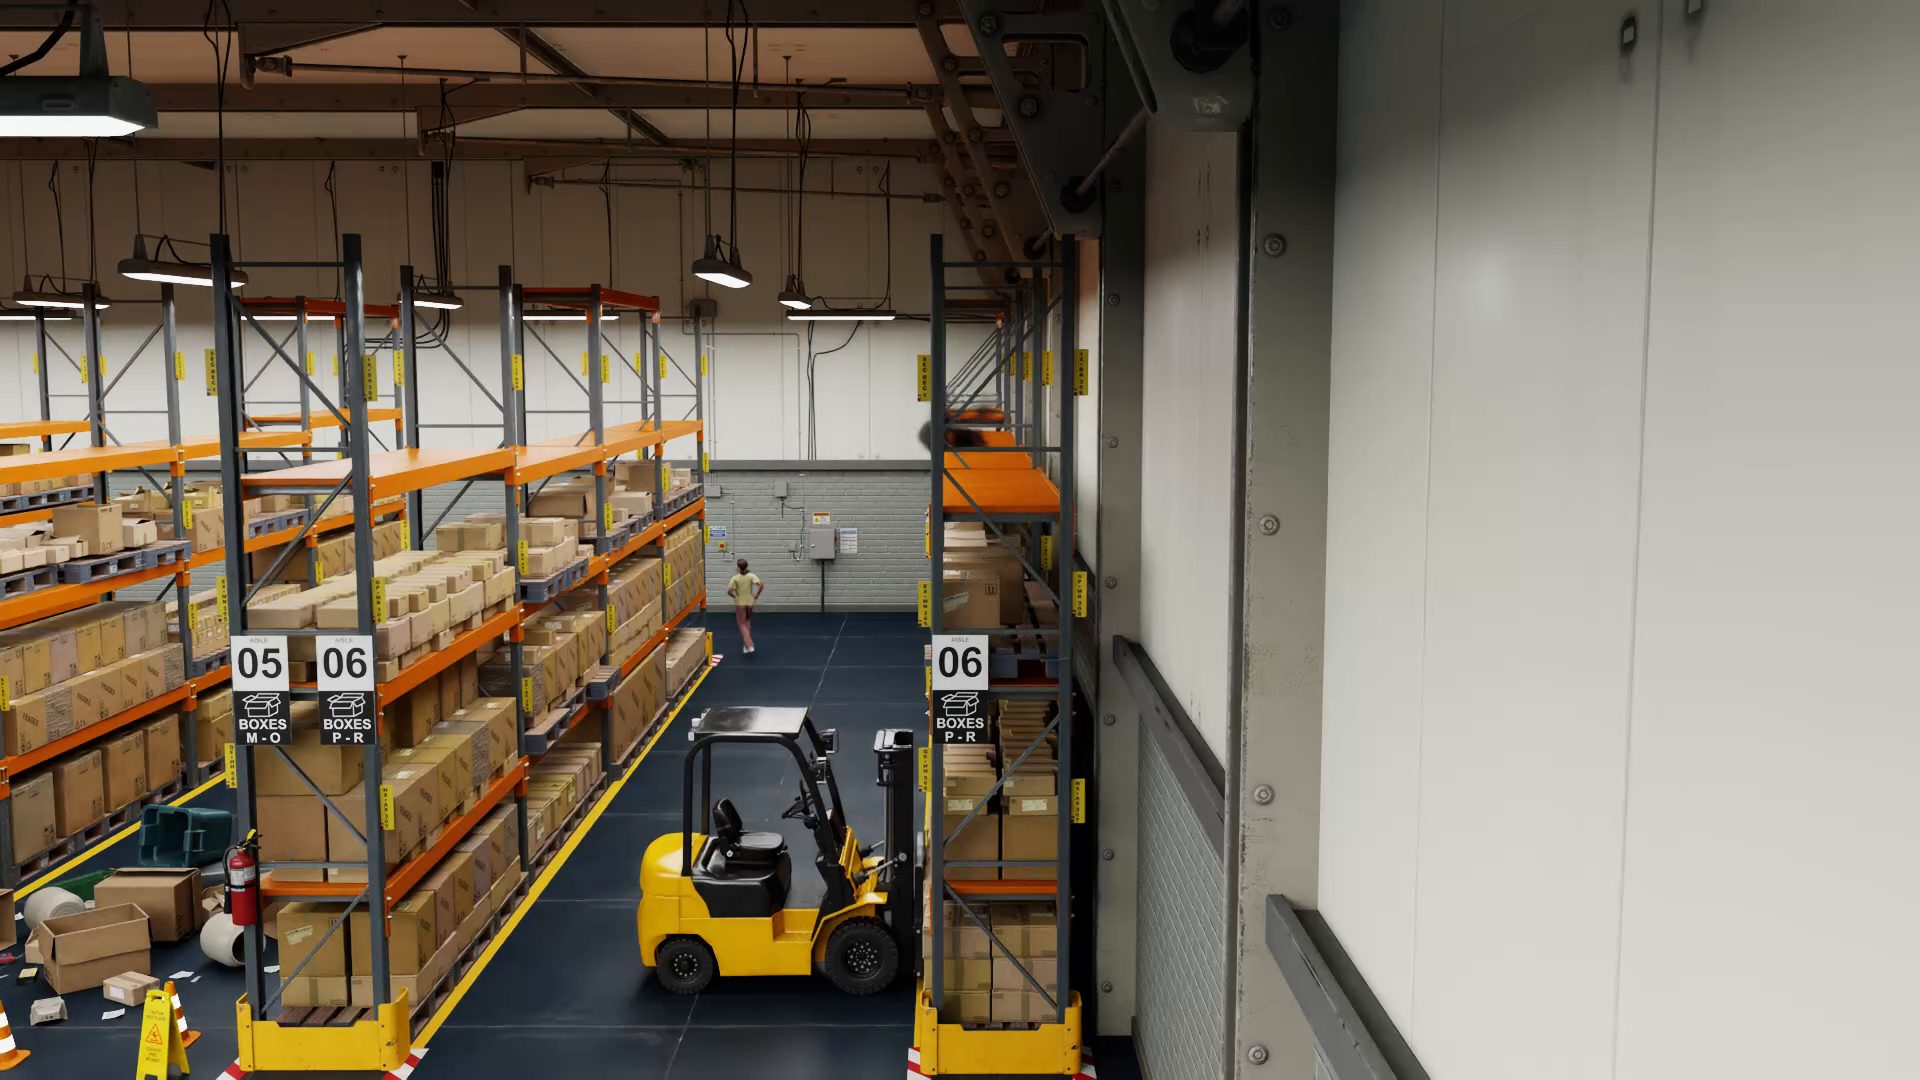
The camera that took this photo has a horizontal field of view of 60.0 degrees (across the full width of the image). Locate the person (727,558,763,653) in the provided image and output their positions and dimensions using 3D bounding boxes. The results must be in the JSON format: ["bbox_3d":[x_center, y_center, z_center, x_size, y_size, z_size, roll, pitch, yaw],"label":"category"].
[{"bbox_3d":[-3.756,1.166,28.837,0.586,1.689,0.810,-4,7,-29],"label":"person"}]
